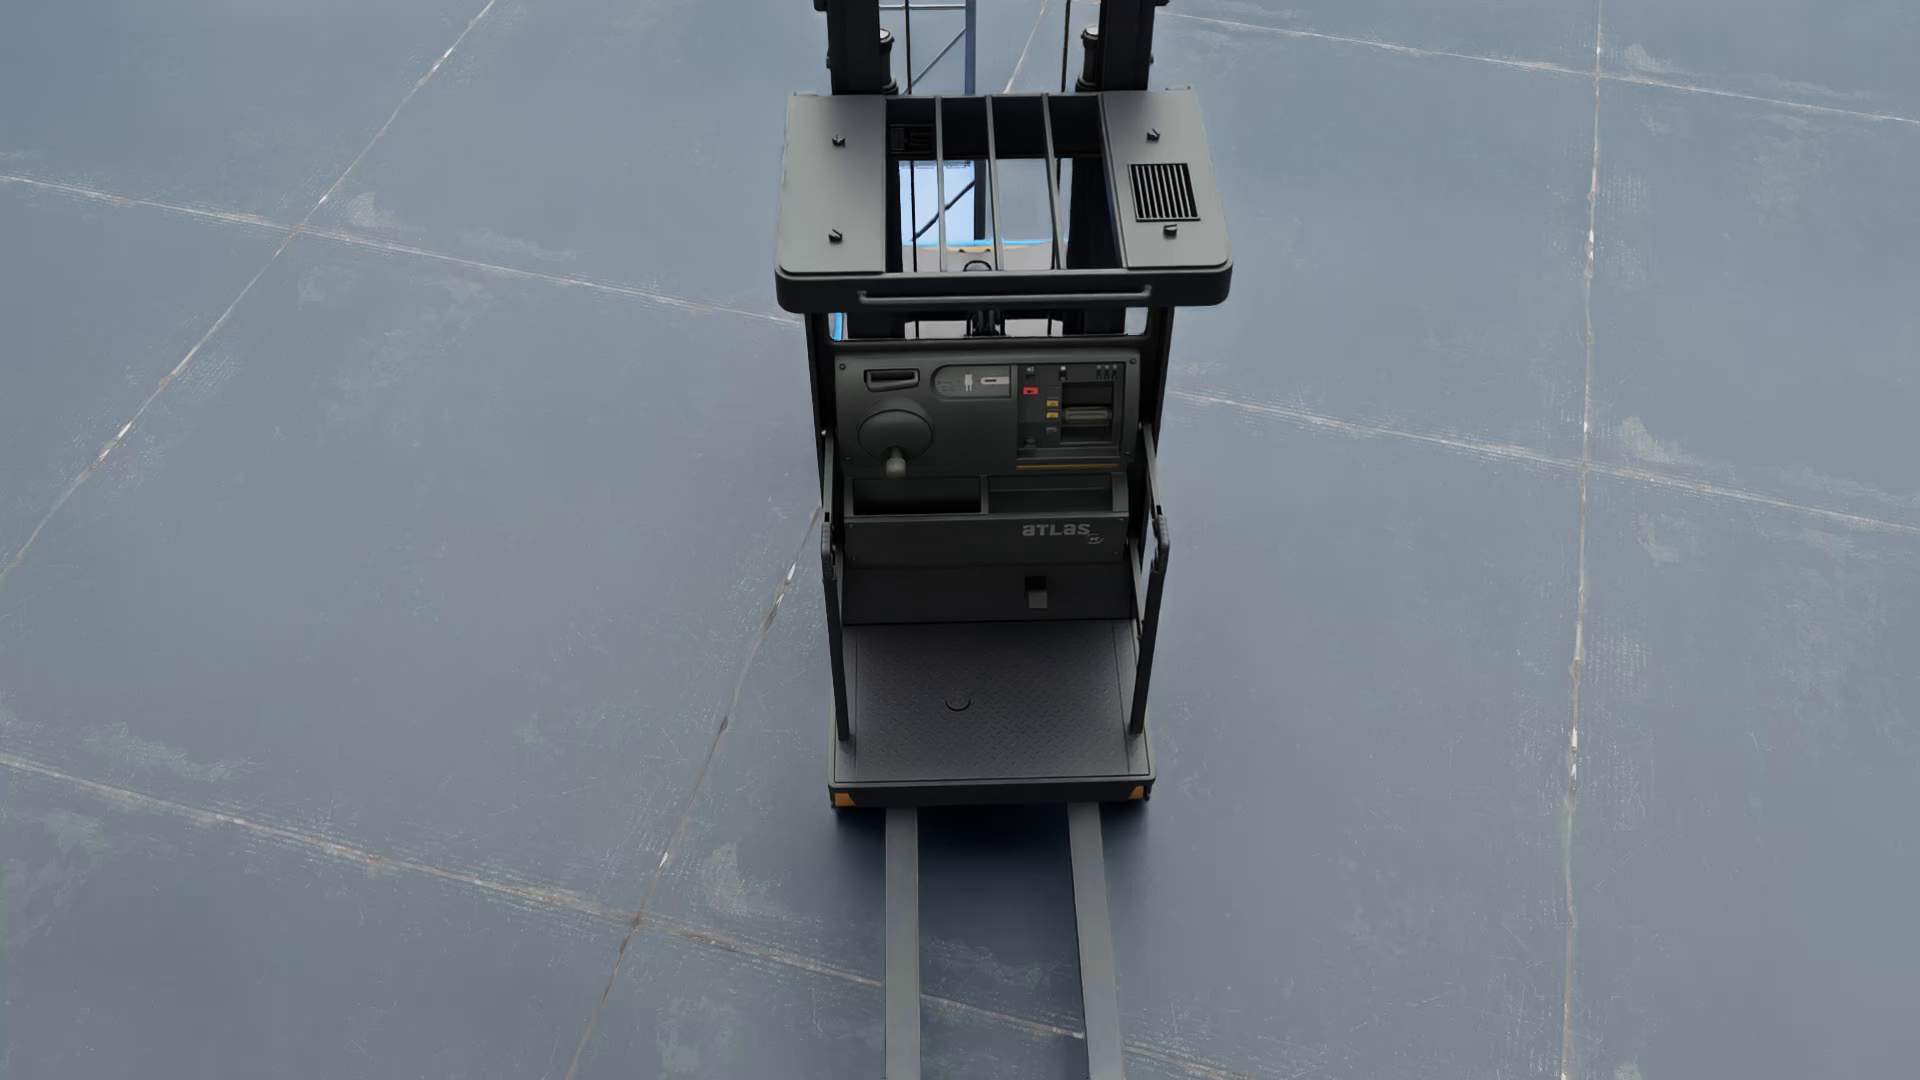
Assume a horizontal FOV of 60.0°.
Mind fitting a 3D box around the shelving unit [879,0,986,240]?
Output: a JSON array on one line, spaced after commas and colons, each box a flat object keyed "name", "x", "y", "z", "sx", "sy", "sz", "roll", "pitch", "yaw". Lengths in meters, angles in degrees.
[{"name": "shelving unit", "x": -0.170, "y": -1.338, "z": 6.849, "sx": 0.538, "sy": 1.500, "sz": 1.048, "roll": -1, "pitch": 49, "yaw": -1}]

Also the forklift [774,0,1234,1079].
[{"name": "forklift", "x": 0.094, "y": -0.287, "z": 4.967, "sx": 1.130, "sy": 2.935, "sz": 3.031, "roll": -1, "pitch": 49, "yaw": -1}]

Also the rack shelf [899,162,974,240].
[{"name": "rack shelf", "x": -0.170, "y": -1.219, "z": 6.984, "sx": 0.538, "sy": 0.185, "sz": 1.000, "roll": -1, "pitch": 49, "yaw": -1}]

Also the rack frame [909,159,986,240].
[{"name": "rack frame", "x": -0.156, "y": -0.957, "z": 6.513, "sx": 0.500, "sy": 1.500, "sz": 0.032, "roll": -1, "pitch": 49, "yaw": -1}]

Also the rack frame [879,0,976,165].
[{"name": "rack frame", "x": -0.185, "y": -1.719, "z": 7.185, "sx": 0.500, "sy": 1.500, "sz": 0.032, "roll": -1, "pitch": 49, "yaw": -1}]
